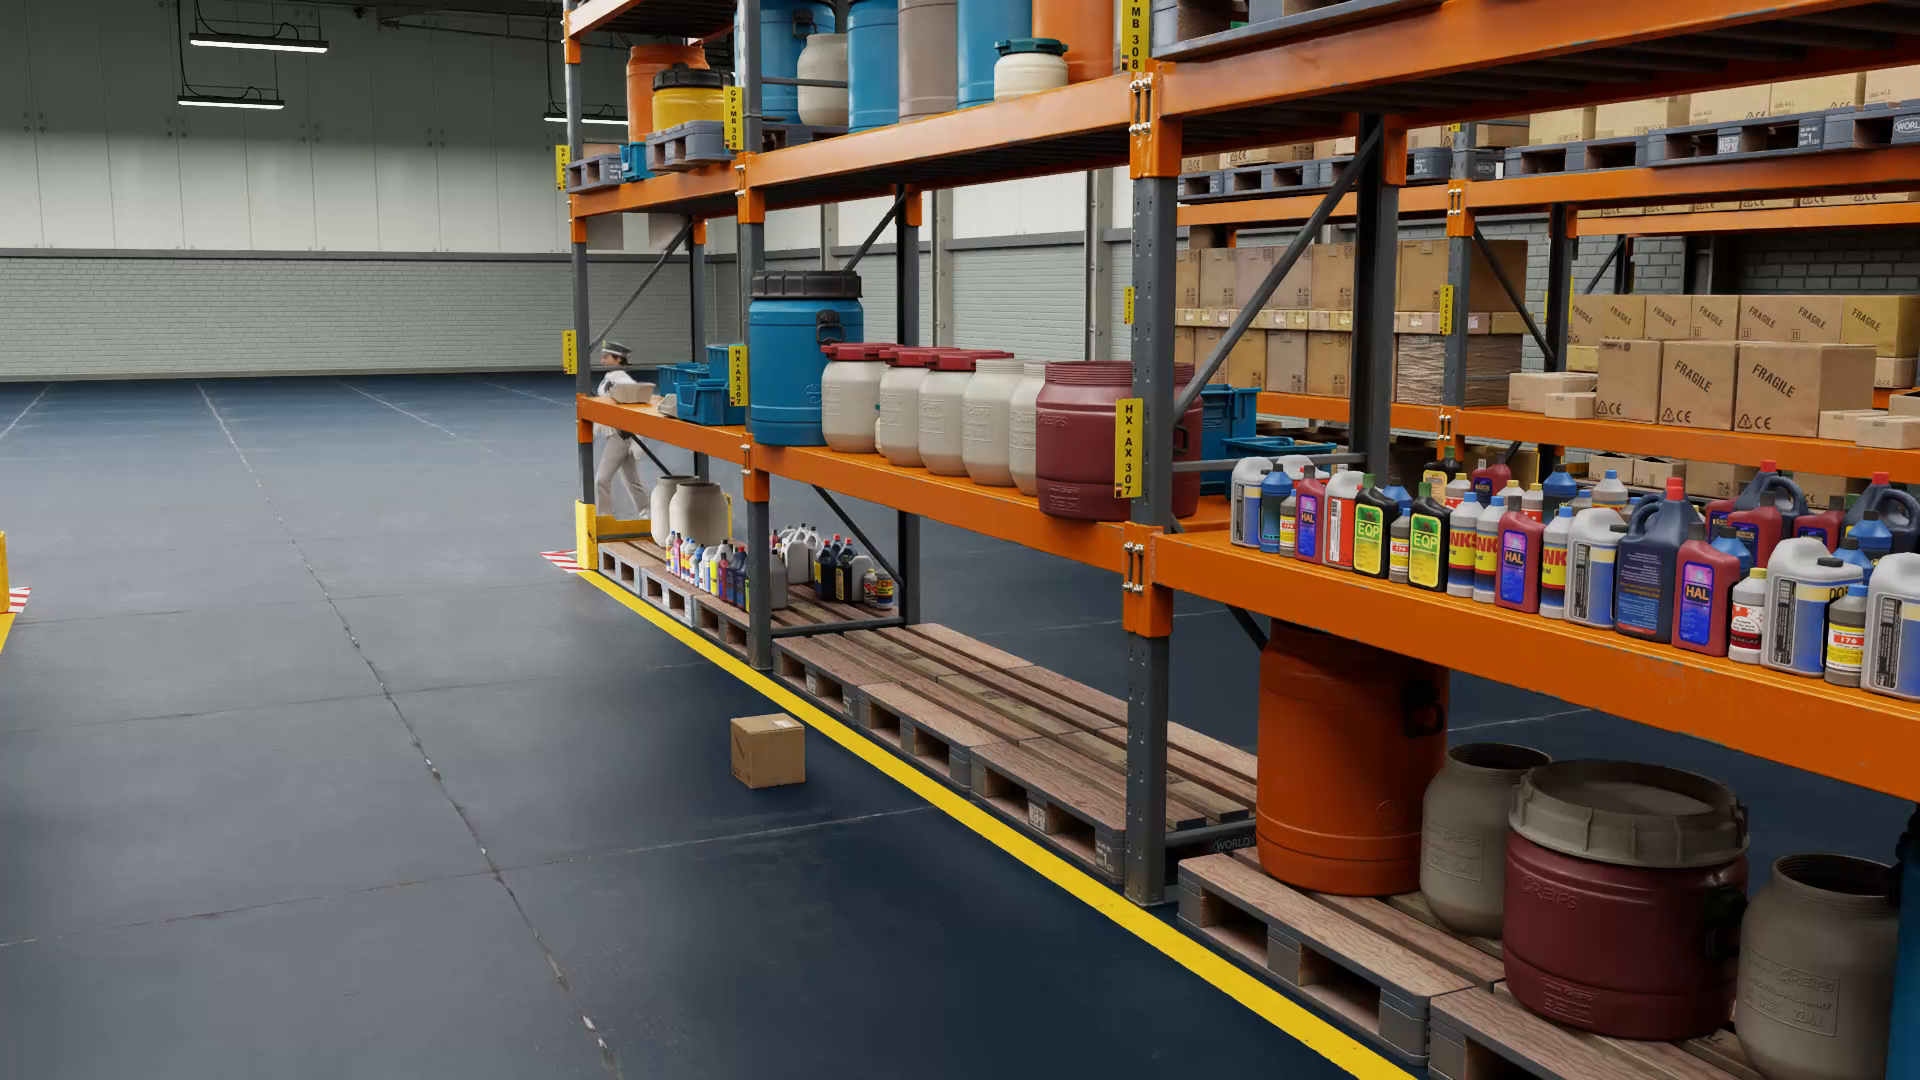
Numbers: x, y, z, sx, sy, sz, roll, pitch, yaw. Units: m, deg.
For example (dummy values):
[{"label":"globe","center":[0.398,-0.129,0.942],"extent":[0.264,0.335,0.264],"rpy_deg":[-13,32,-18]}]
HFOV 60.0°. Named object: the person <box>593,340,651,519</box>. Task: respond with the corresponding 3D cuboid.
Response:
[{"label":"person","center":[-2.903,-0.822,14.027],"extent":[0.731,1.726,0.561],"rpy_deg":[-4,10,-27]}]
